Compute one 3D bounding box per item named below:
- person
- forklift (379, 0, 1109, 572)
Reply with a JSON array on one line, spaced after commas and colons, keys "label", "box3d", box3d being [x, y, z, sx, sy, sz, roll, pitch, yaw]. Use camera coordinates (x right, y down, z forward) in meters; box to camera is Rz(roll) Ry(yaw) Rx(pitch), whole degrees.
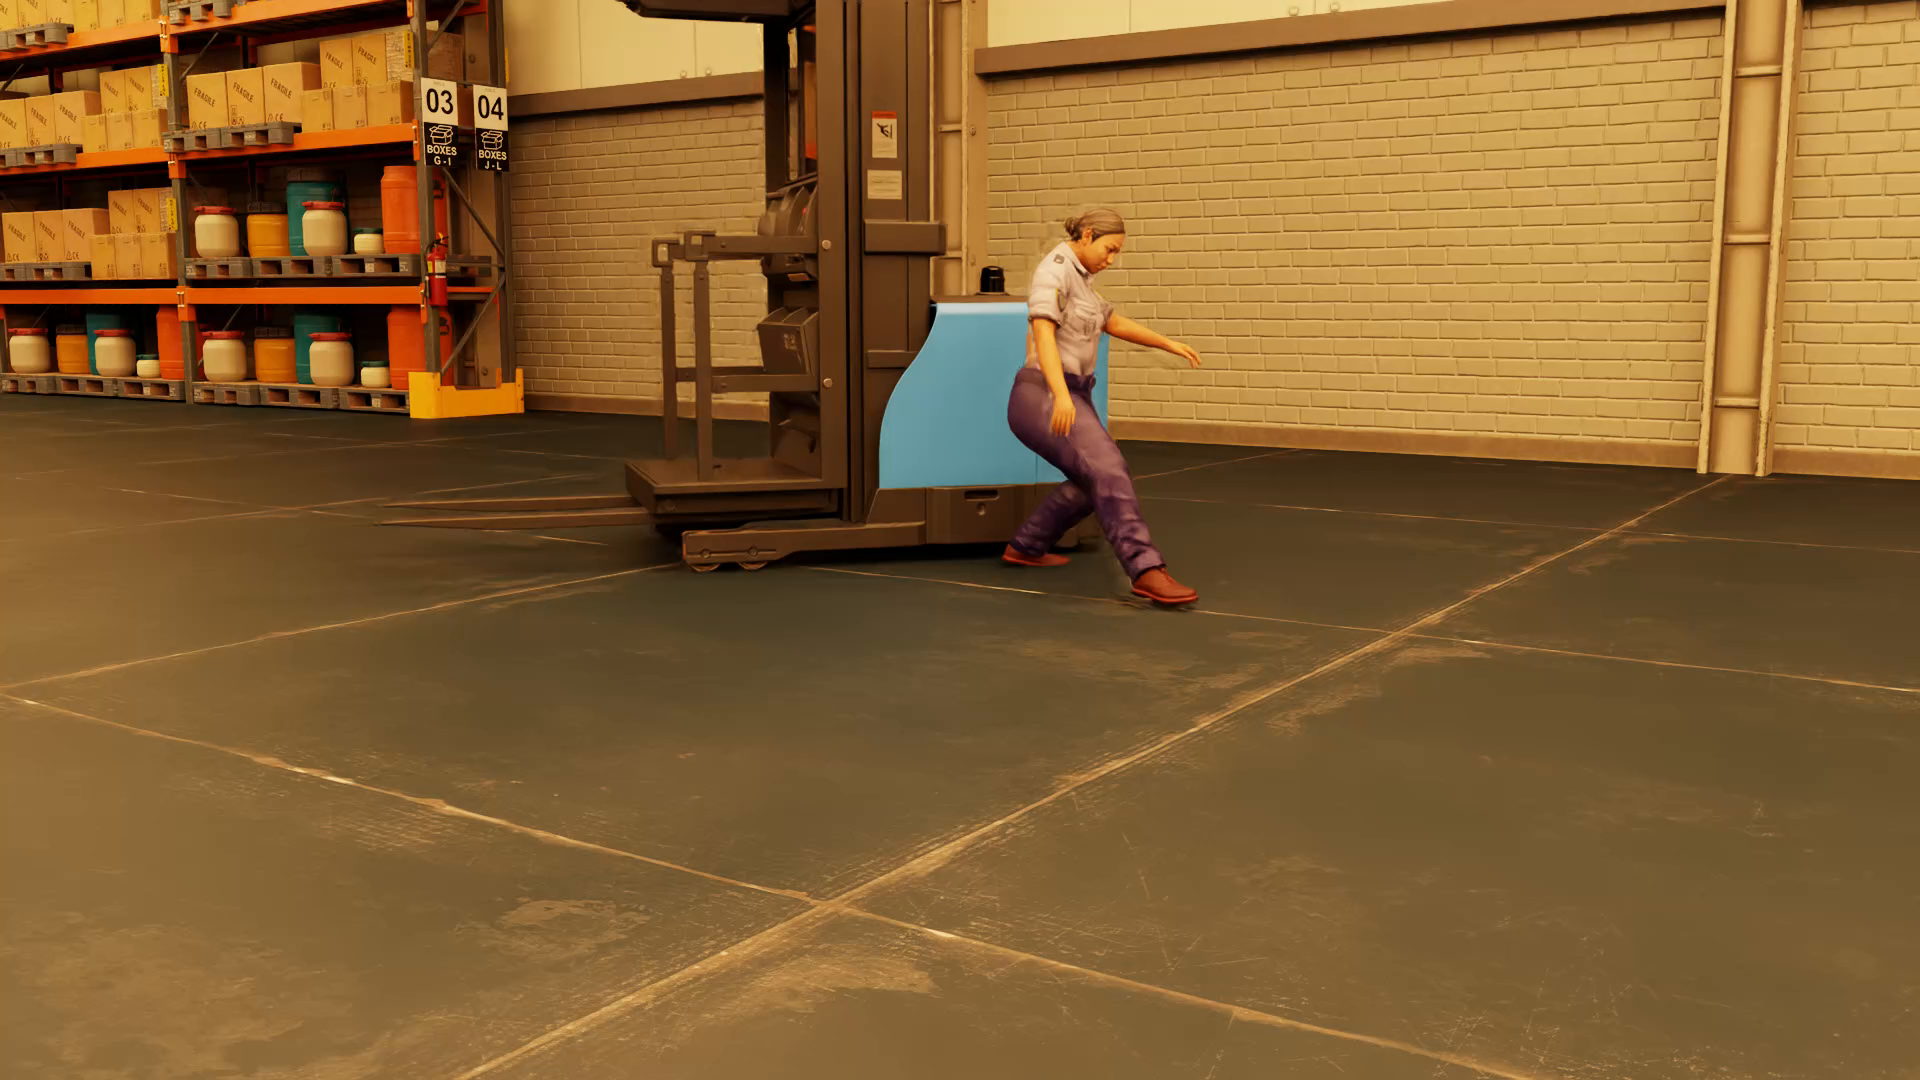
[{"label": "person", "box3d": [0.524, -0.527, 6.320, 0.950, 1.454, 1.010, 3, 9, 18]}, {"label": "forklift", "box3d": [-0.919, -1.405, 7.071, 3.031, 2.935, 1.130, -3, 8, -17]}]
